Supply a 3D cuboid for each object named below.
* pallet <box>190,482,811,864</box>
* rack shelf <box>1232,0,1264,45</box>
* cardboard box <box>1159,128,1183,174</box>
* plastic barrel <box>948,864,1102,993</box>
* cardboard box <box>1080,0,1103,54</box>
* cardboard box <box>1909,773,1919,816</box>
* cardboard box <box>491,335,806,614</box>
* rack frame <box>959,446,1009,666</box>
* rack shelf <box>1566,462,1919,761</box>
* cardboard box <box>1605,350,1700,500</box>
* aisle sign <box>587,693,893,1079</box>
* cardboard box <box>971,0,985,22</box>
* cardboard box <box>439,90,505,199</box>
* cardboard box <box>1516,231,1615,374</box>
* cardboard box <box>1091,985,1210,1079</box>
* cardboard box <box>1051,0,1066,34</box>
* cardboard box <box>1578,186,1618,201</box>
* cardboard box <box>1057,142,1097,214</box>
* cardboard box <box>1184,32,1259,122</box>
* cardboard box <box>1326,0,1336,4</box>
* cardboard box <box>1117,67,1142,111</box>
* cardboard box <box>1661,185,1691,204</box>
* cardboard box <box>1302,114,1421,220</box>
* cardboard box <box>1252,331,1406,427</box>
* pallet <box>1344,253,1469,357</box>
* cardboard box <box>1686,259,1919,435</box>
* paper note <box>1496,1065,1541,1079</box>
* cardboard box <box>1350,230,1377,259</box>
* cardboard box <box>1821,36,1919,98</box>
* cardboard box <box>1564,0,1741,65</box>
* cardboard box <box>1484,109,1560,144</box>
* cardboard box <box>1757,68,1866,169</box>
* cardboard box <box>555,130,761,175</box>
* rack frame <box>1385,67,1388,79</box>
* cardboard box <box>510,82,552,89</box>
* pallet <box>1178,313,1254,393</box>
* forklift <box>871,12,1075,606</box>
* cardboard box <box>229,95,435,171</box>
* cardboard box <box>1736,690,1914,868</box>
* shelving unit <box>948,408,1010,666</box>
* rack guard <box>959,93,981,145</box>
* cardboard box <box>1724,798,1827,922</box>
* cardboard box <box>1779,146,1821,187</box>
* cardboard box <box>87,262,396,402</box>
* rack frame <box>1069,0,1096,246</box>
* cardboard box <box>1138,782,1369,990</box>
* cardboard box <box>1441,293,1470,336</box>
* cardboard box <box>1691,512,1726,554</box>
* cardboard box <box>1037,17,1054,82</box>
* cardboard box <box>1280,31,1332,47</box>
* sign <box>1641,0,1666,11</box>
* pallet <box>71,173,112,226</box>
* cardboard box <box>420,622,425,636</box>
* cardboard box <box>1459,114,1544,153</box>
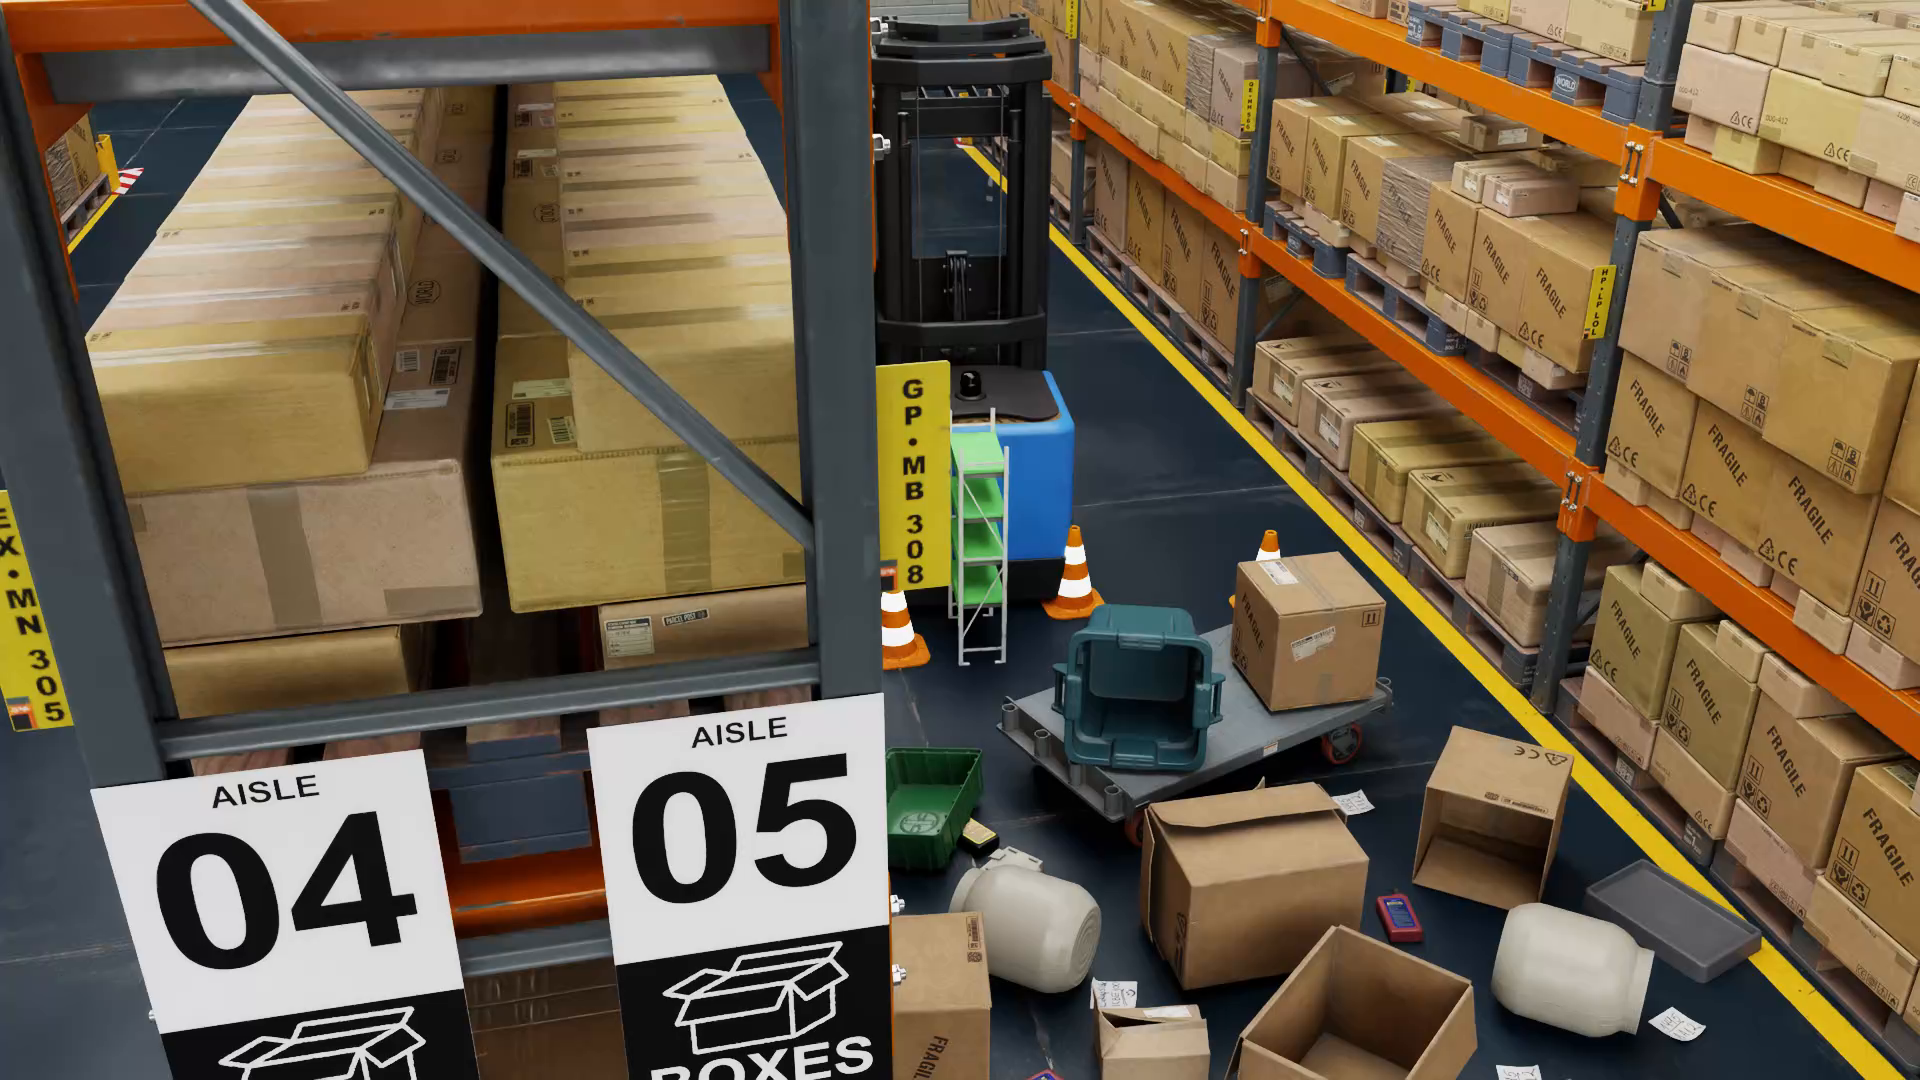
[{"bbox_3d":[-0.781,0.115,2.963,1.003,0.211,1.213,-6,27,-12],"label":"pallet"},{"bbox_3d":[1.942,-4.216,12.243,1.077,0.370,4.000,-6,27,-12],"label":"rack shelf"},{"bbox_3d":[1.798,-2.894,12.321,0.500,0.250,0.500,-6,27,-12],"label":"cardboard box"},{"bbox_3d":[0.245,1.475,6.357,0.512,0.421,0.421,13,30,24],"label":"plastic barrel"},{"bbox_3d":[1.311,-4.345,13.808,0.500,0.500,0.500,-6,27,-11],"label":"cardboard box"},{"bbox_3d":[3.502,0.902,5.668,0.380,0.149,0.250,-5,27,-9],"label":"cardboard box"},{"bbox_3d":[-0.463,-0.136,2.621,0.500,0.250,0.500,-6,27,-12],"label":"cardboard box"},{"bbox_3d":[0.114,0.095,8.230,0.240,1.200,0.015,-3,27,-6],"label":"rack frame"},{"bbox_3d":[3.745,0.635,5.961,1.077,0.370,4.000,-6,27,-12],"label":"rack shelf"},{"bbox_3d":[3.122,-0.520,7.010,0.500,0.500,0.500,-6,27,-12],"label":"cardboard box"},{"bbox_3d":[-0.296,0.579,2.388,0.394,0.787,0.004,-6,27,-12],"label":"aisle sign"},{"bbox_3d":[0.419,-5.637,17.478,0.500,0.500,0.500,-6,27,-12],"label":"cardboard box"},{"bbox_3d":[-1.439,-0.968,4.269,0.500,0.250,0.500,-6,27,-12],"label":"cardboard box"},{"bbox_3d":[2.967,-1.108,7.710,0.500,0.500,0.500,-6,27,-13],"label":"cardboard box"},{"bbox_3d":[0.676,1.771,5.946,0.396,0.266,0.258,-1,27,-3],"label":"cardboard box"},{"bbox_3d":[1.116,-4.746,14.603,0.500,0.500,0.500,-6,27,-12],"label":"cardboard box"},{"bbox_3d":[3.257,-1.602,8.688,0.500,0.500,0.500,-6,27,-12],"label":"cardboard box"},{"bbox_3d":[1.455,-3.406,15.547,0.875,0.438,0.875,-6,27,-12],"label":"cardboard box"},{"bbox_3d":[1.898,-3.236,11.611,0.500,0.500,0.500,-5,27,-11],"label":"cardboard box"},{"bbox_3d":[2.356,-3.331,9.842,0.396,0.266,0.258,-6,27,-12],"label":"cardboard box"},{"bbox_3d":[1.549,-3.560,13.086,0.500,0.250,0.500,-6,27,-11],"label":"cardboard box"},{"bbox_3d":[6.454,-2.966,14.605,0.500,0.500,0.500,-7,28,-13],"label":"cardboard box"},{"bbox_3d":[2.393,-2.236,9.943,0.500,0.500,0.500,-5,27,-9],"label":"cardboard box"},{"bbox_3d":[2.511,-1.085,11.021,0.950,0.372,0.625,-8,28,-15],"label":"cardboard box"},{"bbox_3d":[2.879,-1.369,9.347,1.003,0.211,1.213,-6,27,-12],"label":"pallet"},{"bbox_3d":[3.276,-0.746,6.348,0.700,0.500,0.500,-6,27,-11],"label":"cardboard box"},{"bbox_3d":[1.998,1.922,5.921,0.148,0.019,0.142,3,27,6],"label":"paper note"},{"bbox_3d":[2.505,-1.761,9.722,0.380,0.149,0.250,-4,27,-9],"label":"cardboard box"},{"bbox_3d":[3.218,-1.629,5.714,0.380,0.149,0.250,-6,27,-12],"label":"cardboard box"},{"bbox_3d":[3.022,-2.265,7.280,0.500,0.250,0.500,-6,28,-13],"label":"cardboard box"},{"bbox_3d":[5.860,-4.296,17.241,0.700,0.500,0.500,-7,28,-14],"label":"cardboard box"},{"bbox_3d":[3.252,-1.522,5.945,0.500,0.250,0.500,-6,27,-12],"label":"cardboard box"},{"bbox_3d":[-0.597,-0.701,3.298,0.380,0.149,0.250,-6,27,-12],"label":"cardboard box"},{"bbox_3d":[5.425,-6.338,18.977,1.000,3.000,0.127,-6,27,-12],"label":"rack frame"},{"bbox_3d":[-1.031,-1.242,4.812,0.500,0.250,0.500,-6,27,-12],"label":"cardboard box"},{"bbox_3d":[2.289,-1.429,12.347,1.003,0.211,1.213,-6,27,-12],"label":"pallet"},{"bbox_3d":[-0.071,-1.588,9.643,1.130,2.935,3.031,-3,27,-6],"label":"forklift"},{"bbox_3d":[-1.354,-0.859,3.611,0.380,0.149,0.250,-6,27,-11],"label":"cardboard box"},{"bbox_3d":[3.412,0.889,6.412,0.500,0.500,0.500,-5,27,-9],"label":"cardboard box"},{"bbox_3d":[0.085,-0.014,8.446,0.258,1.200,0.503,-3,27,-6],"label":"shelving unit"},{"bbox_3d":[0.585,-4.727,18.560,1.175,0.500,0.348,-6,27,-12],"label":"rack guard"},{"bbox_3d":[3.418,1.228,6.573,0.500,0.250,0.500,-6,27,-12],"label":"cardboard box"},{"bbox_3d":[3.294,-1.411,6.166,0.380,0.149,0.250,-6,27,-12],"label":"cardboard box"},{"bbox_3d":[-1.065,-0.299,2.501,0.380,0.149,0.250,-6,27,-11],"label":"cardboard box"},{"bbox_3d":[1.492,-4.076,14.496,1.000,3.000,0.127,-6,27,-12],"label":"rack frame"},{"bbox_3d":[1.115,1.322,6.421,0.797,0.637,0.503,-6,27,-12],"label":"cardboard box"},{"bbox_3d":[2.713,-1.176,8.563,0.380,0.149,0.250,-6,27,-11],"label":"cardboard box"},{"bbox_3d":[3.250,-0.062,6.822,0.380,0.149,0.250,-6,27,-12],"label":"cardboard box"},{"bbox_3d":[1.017,-4.524,15.272,0.500,0.500,0.500,-7,28,-13],"label":"cardboard box"},{"bbox_3d":[2.399,-3.269,11.677,0.500,0.500,0.500,-6,27,-11],"label":"cardboard box"},{"bbox_3d":[2.755,-2.252,6.542,0.100,0.325,0.005,-6,27,-12],"label":"sign"},{"bbox_3d":[-8.808,-3.238,15.930,1.003,0.211,1.213,-6,27,-12],"label":"pallet"},{"bbox_3d":[-1.065,0.058,2.679,0.380,0.149,0.250,-6,27,-11],"label":"cardboard box"},{"bbox_3d":[3.037,-2.285,9.321,0.380,0.149,0.250,-7,28,-14],"label":"cardboard box"}]
